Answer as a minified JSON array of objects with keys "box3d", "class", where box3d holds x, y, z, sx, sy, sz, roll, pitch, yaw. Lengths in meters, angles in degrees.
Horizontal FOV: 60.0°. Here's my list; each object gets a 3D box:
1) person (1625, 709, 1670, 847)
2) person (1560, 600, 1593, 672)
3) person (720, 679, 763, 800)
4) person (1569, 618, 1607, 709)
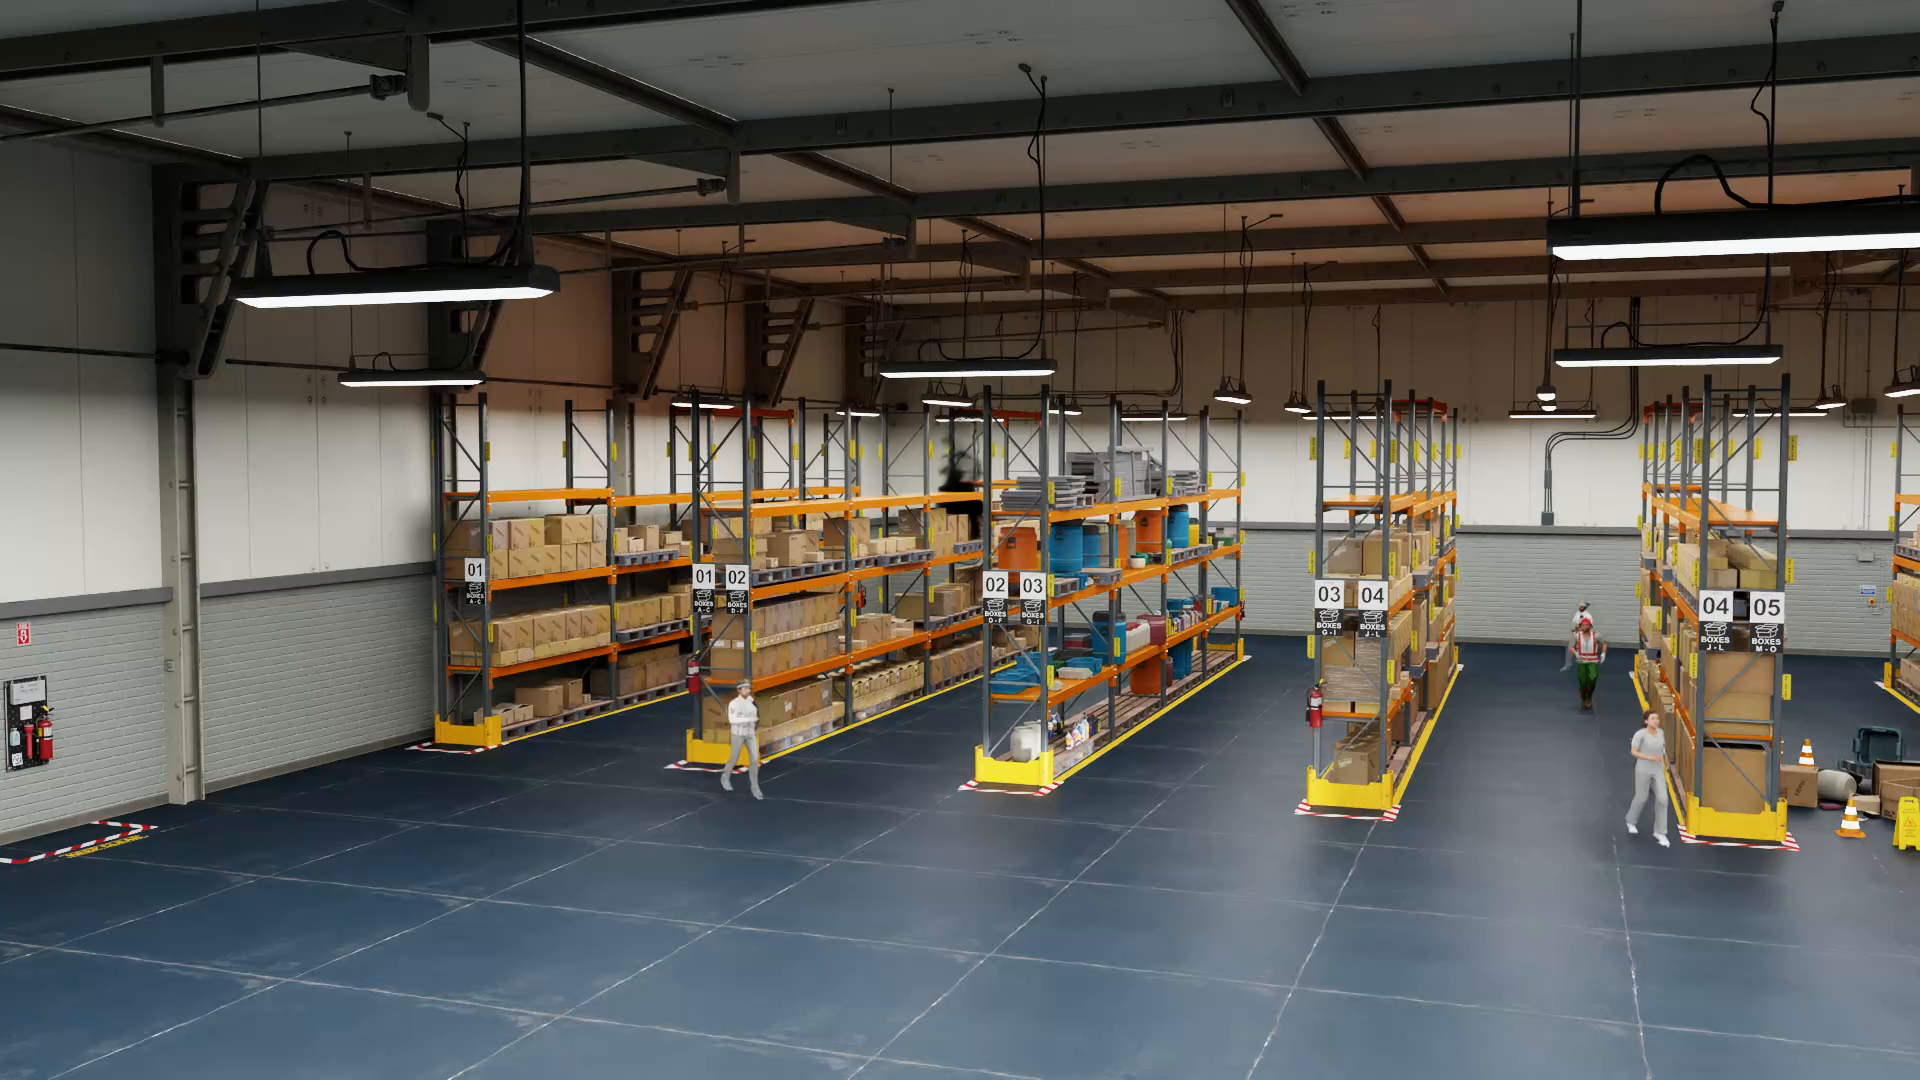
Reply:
[{"box3d":[8.871,3.028,21.411,0.584,1.727,0.779,0,3,-8],"class":"person"},{"box3d":[14.130,2.180,37.718,0.836,1.662,0.616,-1,3,-19],"class":"person"},{"box3d":[-3.171,2.853,24.139,0.588,1.722,0.875,-3,4,-43],"class":"person"},{"box3d":[12.210,2.400,32.359,0.672,1.756,0.666,1,3,24],"class":"person"}]
